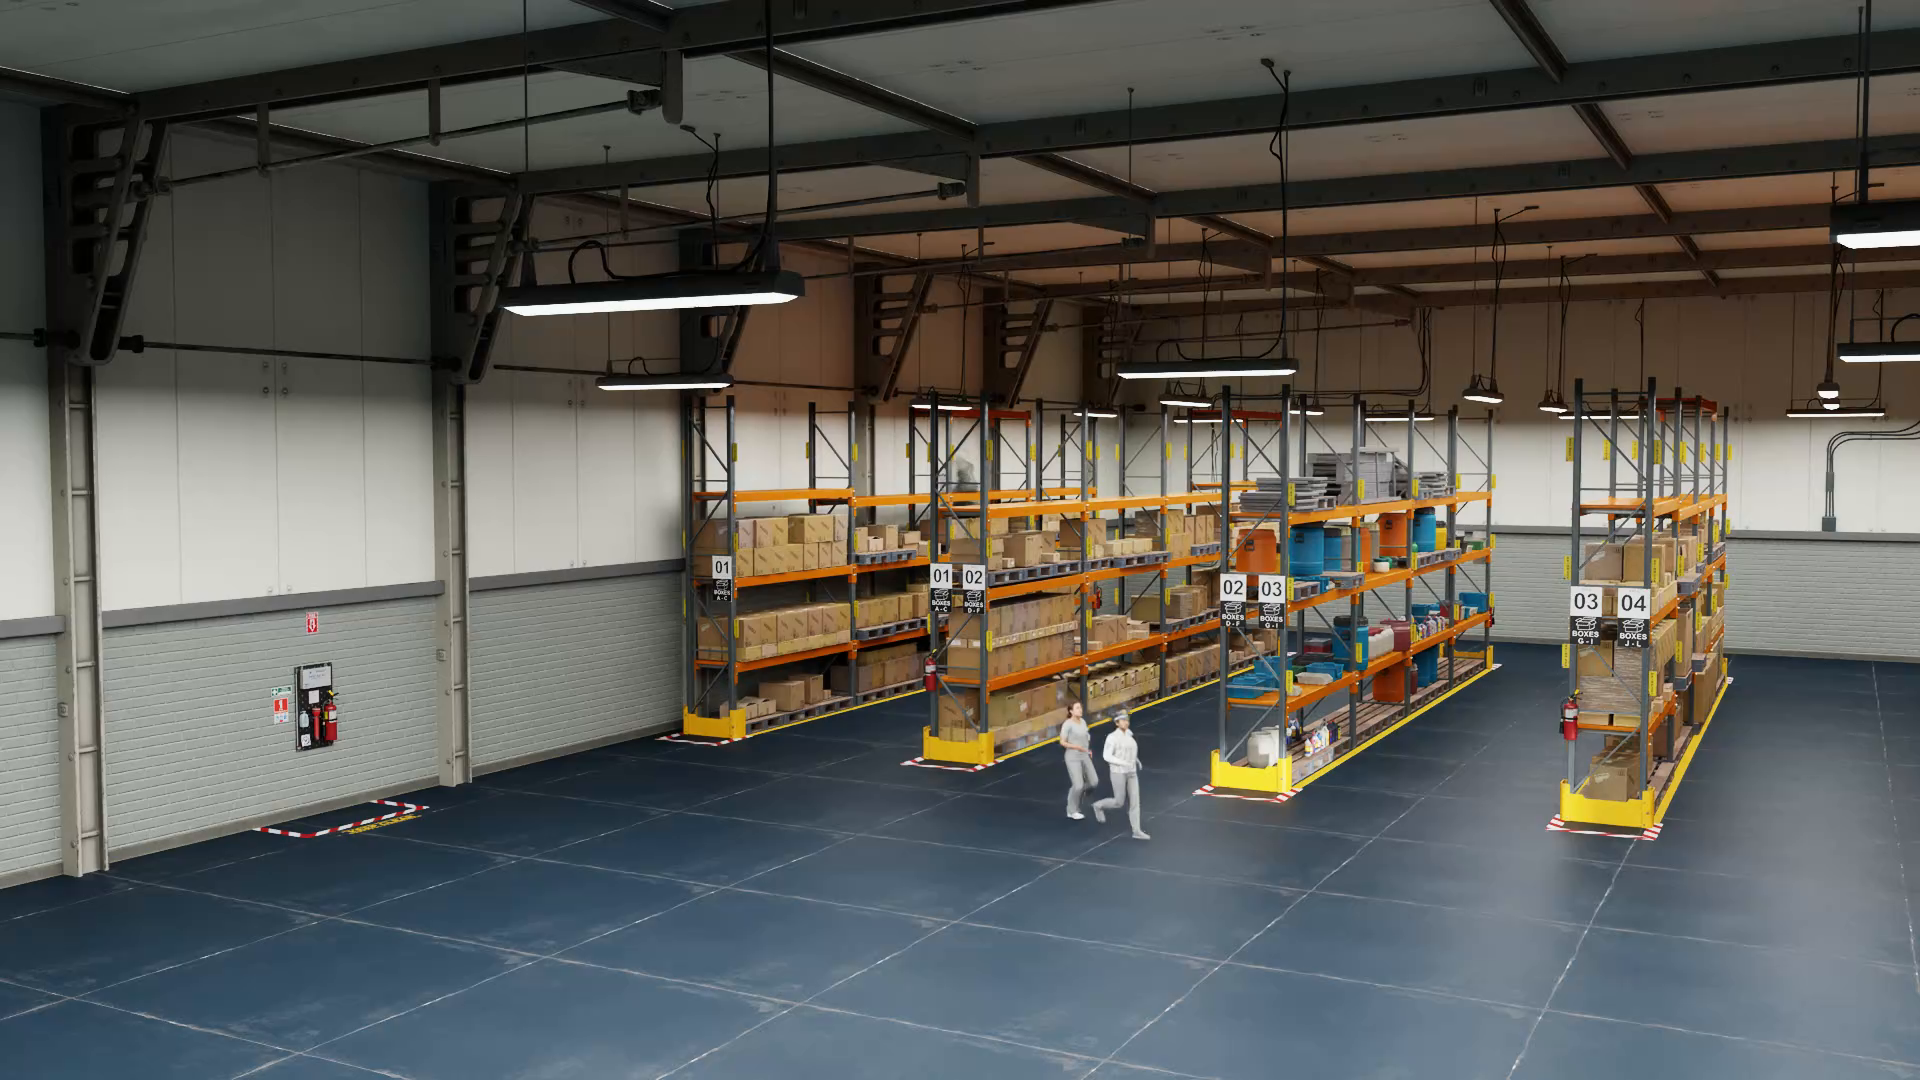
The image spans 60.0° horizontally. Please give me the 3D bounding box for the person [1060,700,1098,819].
[{"bbox_3d":[1.628,2.988,22.633,0.557,1.625,0.564,-2,4,-38],"label":"person"}]

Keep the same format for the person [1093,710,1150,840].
[{"bbox_3d":[2.126,3.024,21.619,0.591,1.656,0.949,-2,4,-38],"label":"person"}]
